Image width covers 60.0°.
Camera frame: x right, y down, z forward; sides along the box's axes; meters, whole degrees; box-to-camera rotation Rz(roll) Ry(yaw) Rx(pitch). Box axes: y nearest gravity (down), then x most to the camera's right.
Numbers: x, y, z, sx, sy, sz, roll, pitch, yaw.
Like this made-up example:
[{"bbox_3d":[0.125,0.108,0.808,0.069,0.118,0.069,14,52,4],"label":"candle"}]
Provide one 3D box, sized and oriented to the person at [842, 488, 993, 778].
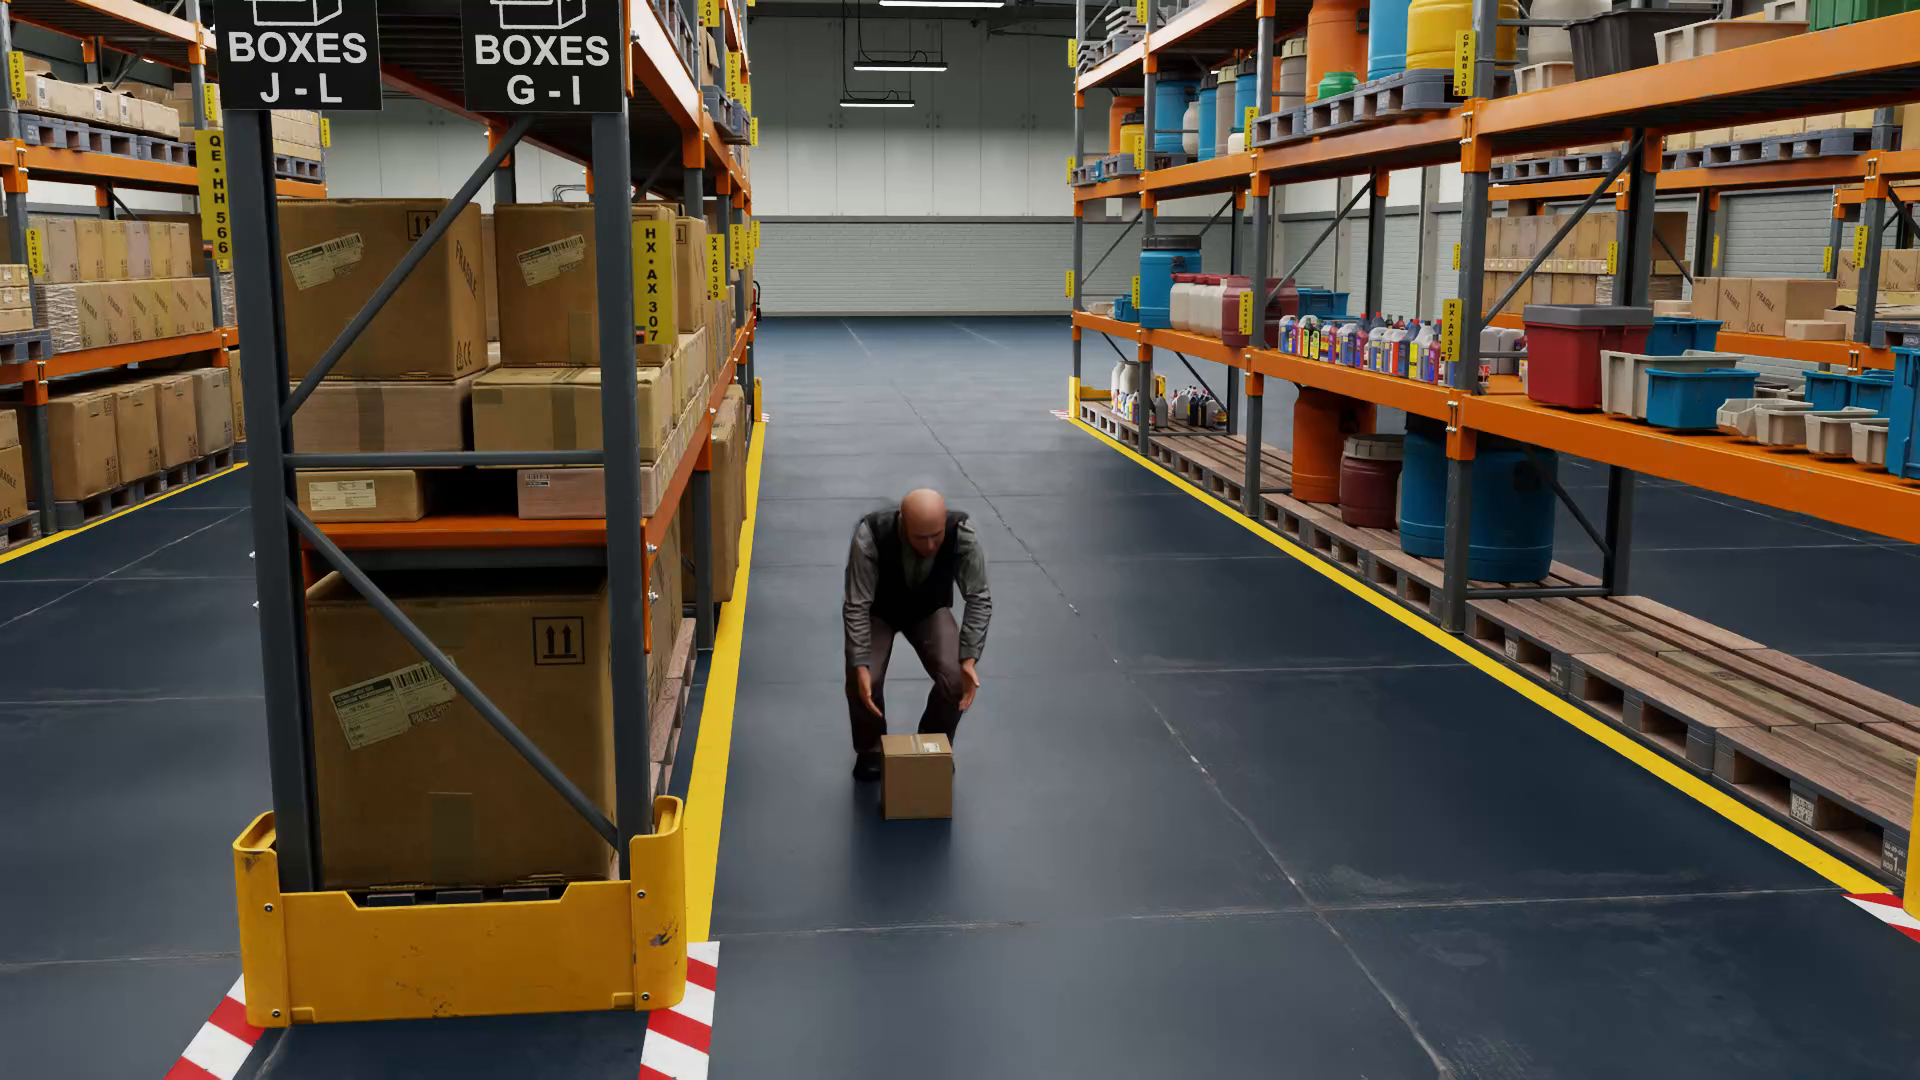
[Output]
[{"bbox_3d":[-0.179,0.347,6.524,0.578,1.196,0.805,-1,10,-6],"label":"person"}]
